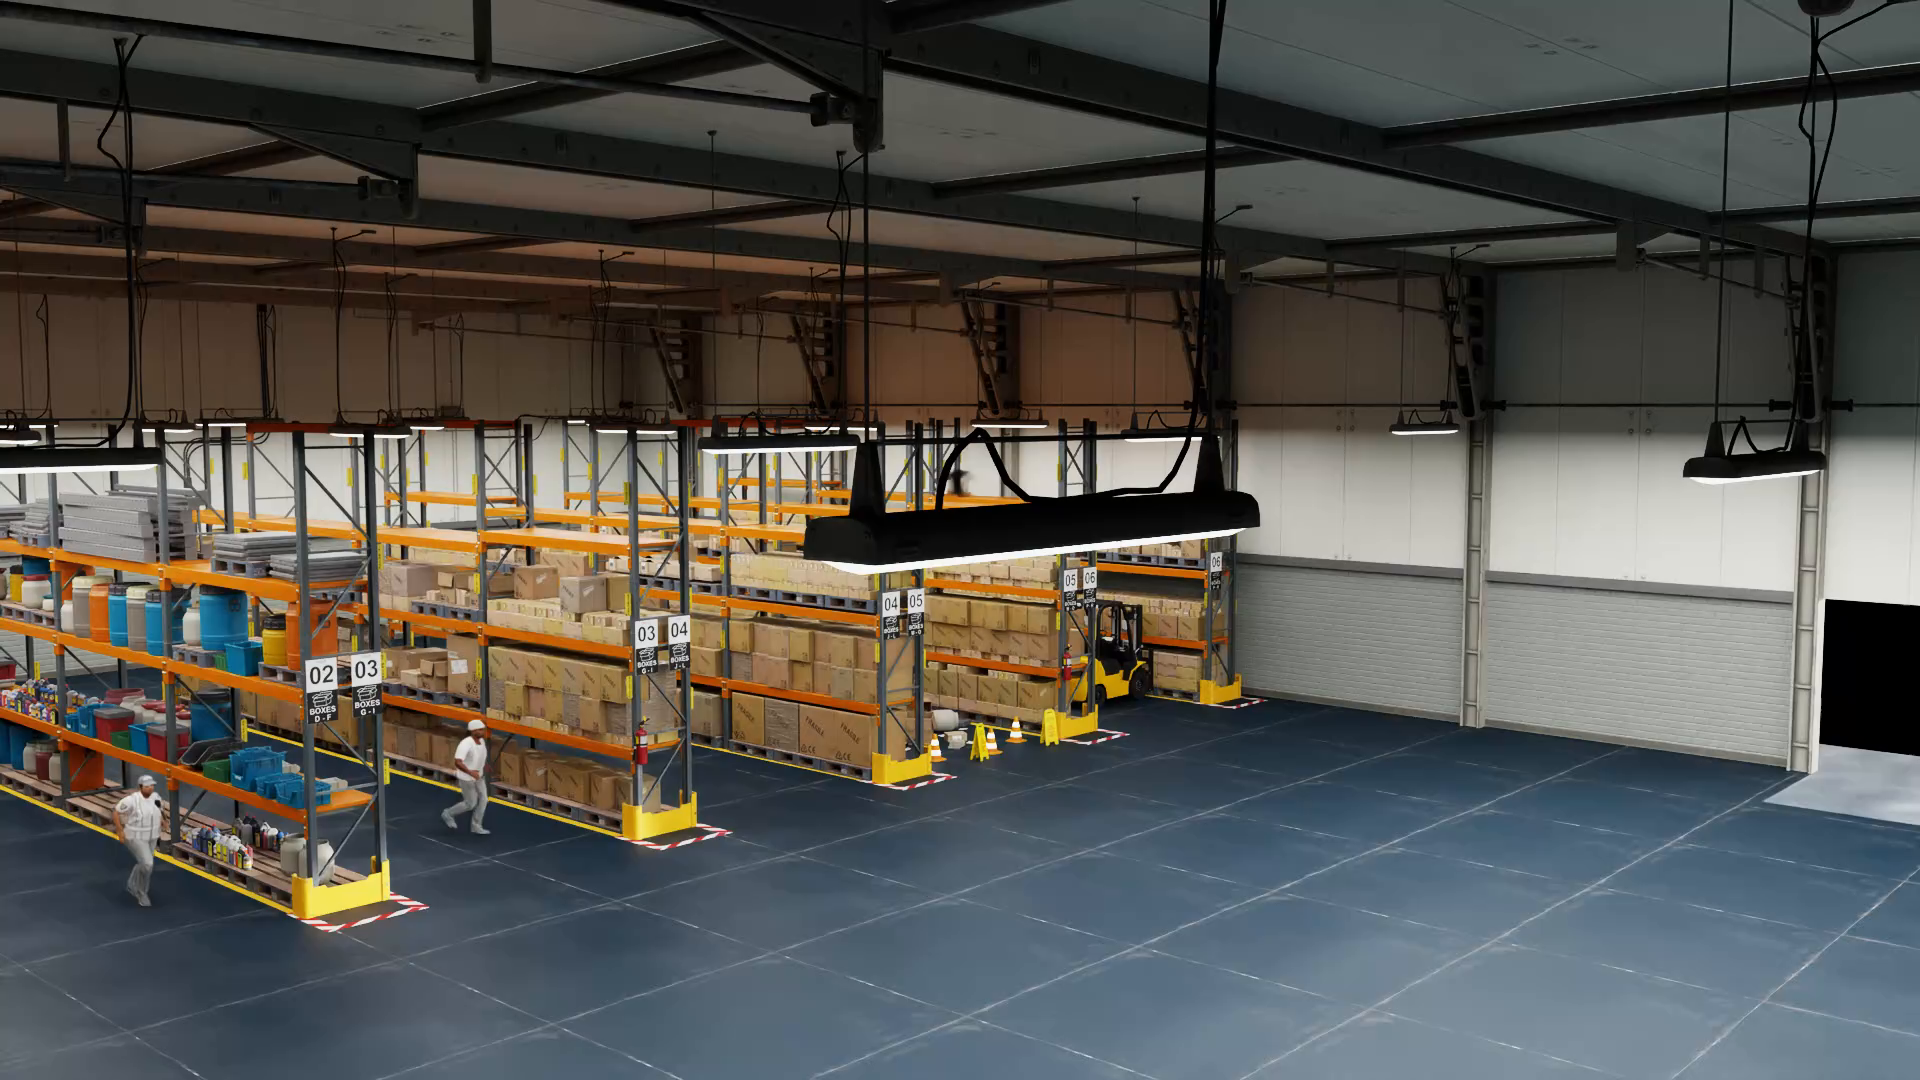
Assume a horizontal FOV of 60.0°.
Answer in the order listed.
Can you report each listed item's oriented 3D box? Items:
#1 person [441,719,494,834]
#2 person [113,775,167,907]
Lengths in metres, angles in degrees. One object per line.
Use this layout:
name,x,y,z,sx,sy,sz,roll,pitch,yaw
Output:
person,-7.283,3.480,24.487,0.757,1.714,0.702,2,5,18
person,-10.376,3.793,21.095,0.792,1.661,0.549,2,5,28
